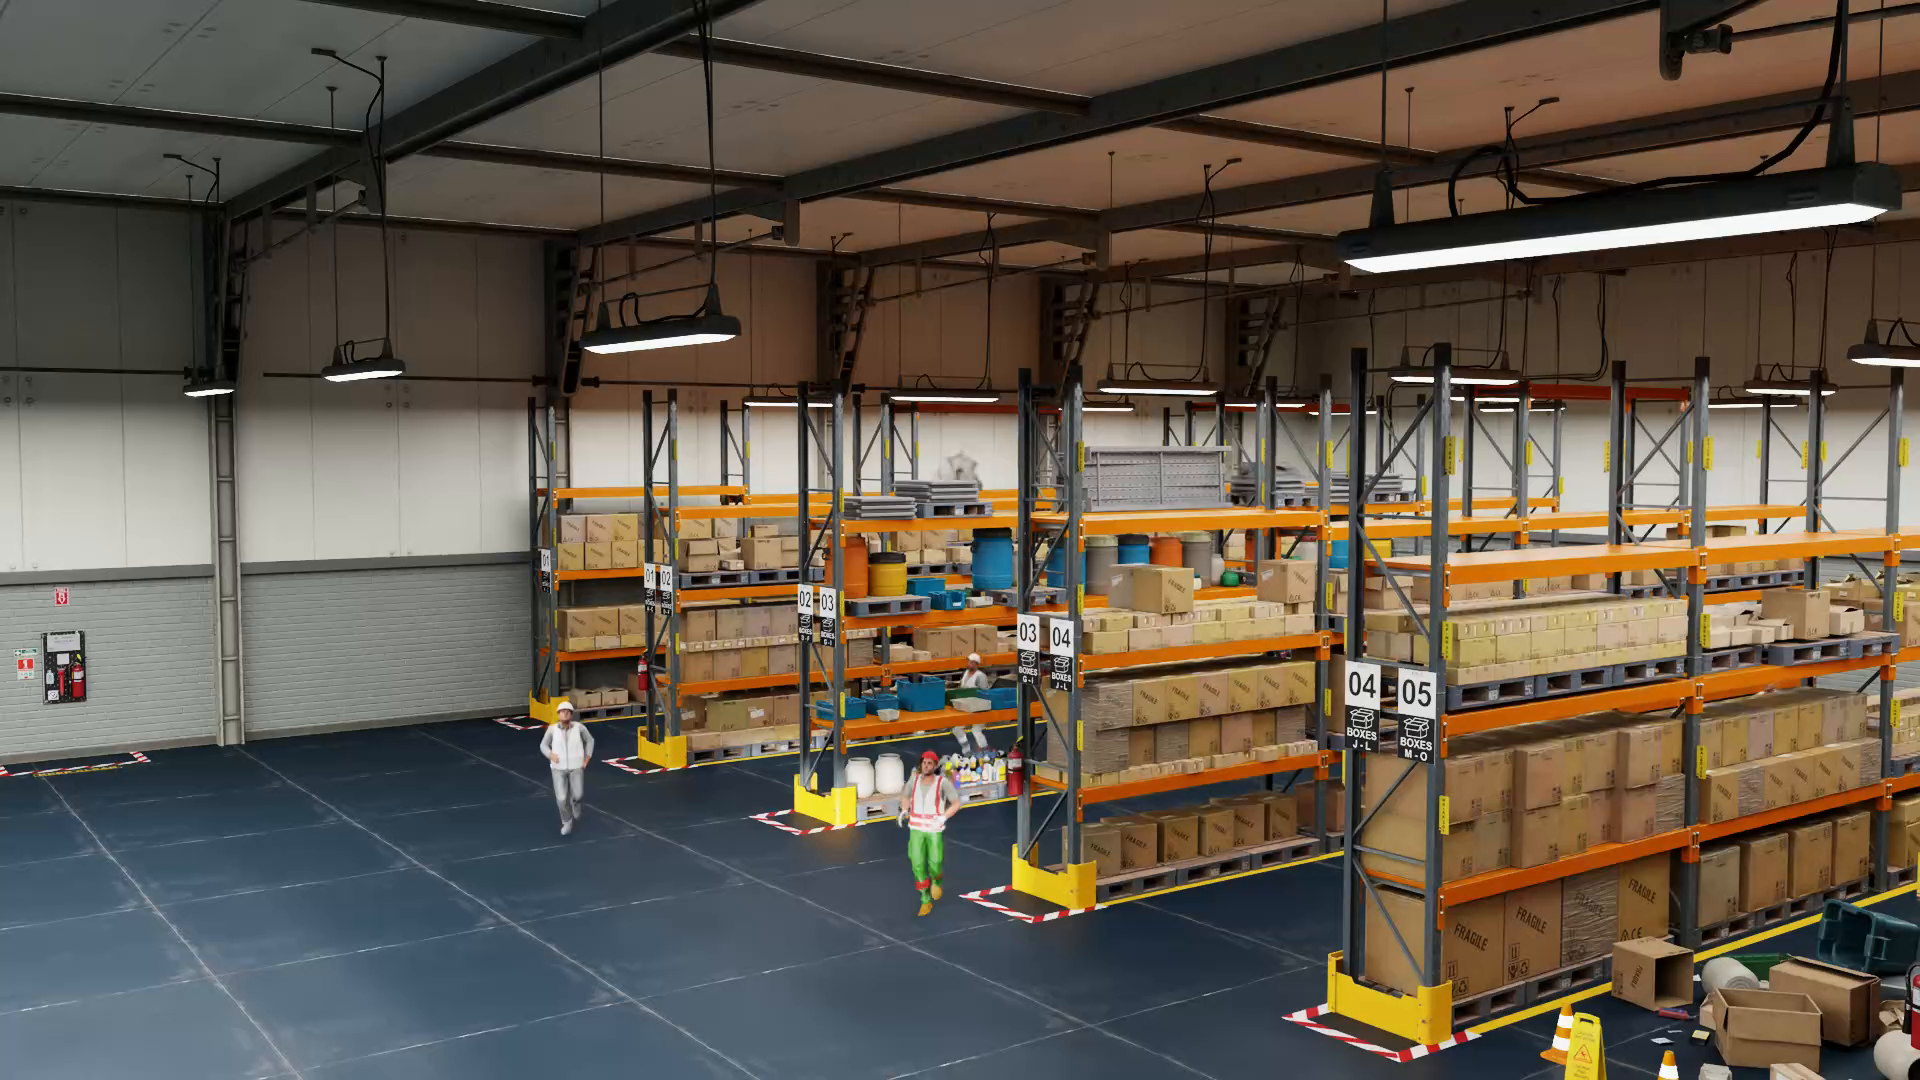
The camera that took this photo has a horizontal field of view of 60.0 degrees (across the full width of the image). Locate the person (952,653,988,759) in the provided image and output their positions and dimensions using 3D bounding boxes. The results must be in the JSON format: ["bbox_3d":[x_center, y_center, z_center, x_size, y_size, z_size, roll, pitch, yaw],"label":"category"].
[{"bbox_3d":[0.165,2.703,26.538,0.640,1.790,0.709,3,5,43],"label":"person"}]

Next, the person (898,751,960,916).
[{"bbox_3d":[-0.340,3.217,18.414,0.679,1.774,0.690,1,3,11],"label":"person"}]

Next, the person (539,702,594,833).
[{"bbox_3d":[-5.197,3.002,22.014,0.711,1.730,0.547,-1,4,-16],"label":"person"}]

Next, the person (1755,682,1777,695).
[{"bbox_3d":[11.907,2.850,24.466,0.670,1.731,0.728,-2,4,-35],"label":"person"}]
